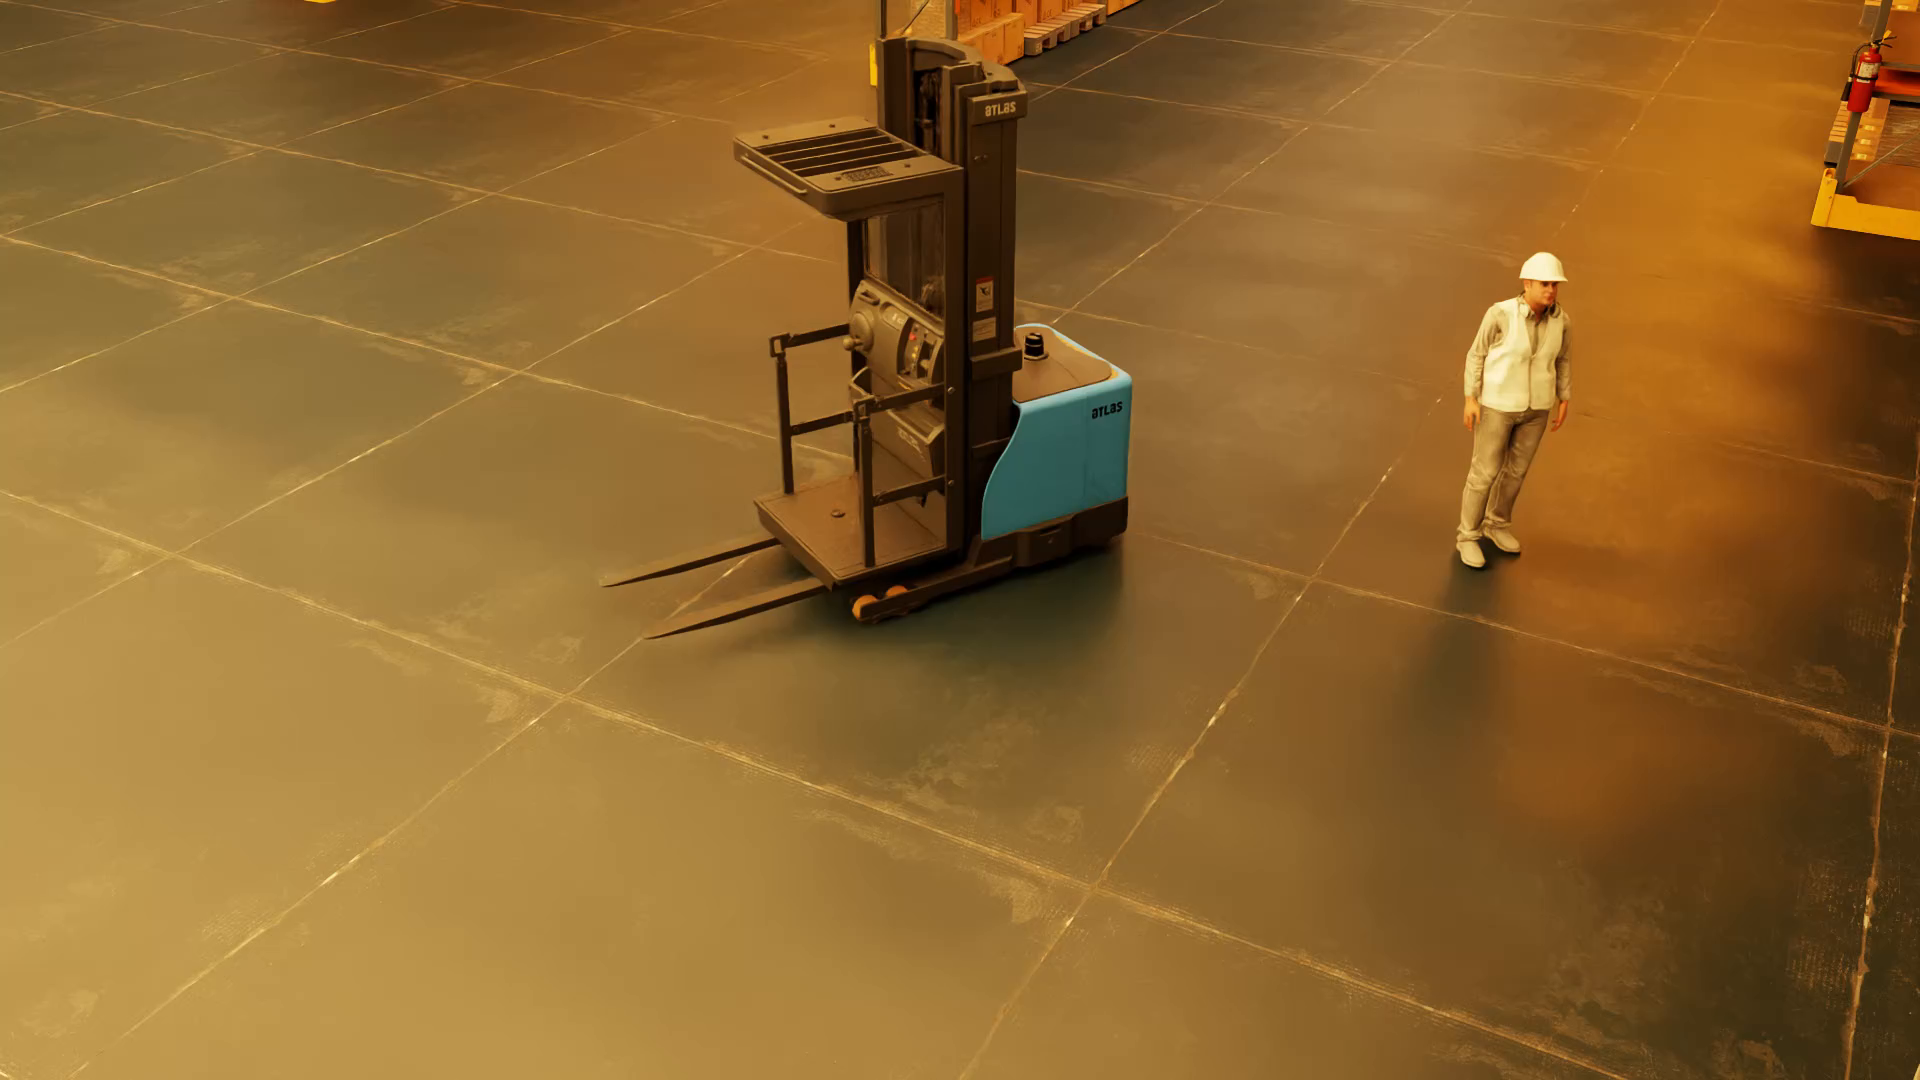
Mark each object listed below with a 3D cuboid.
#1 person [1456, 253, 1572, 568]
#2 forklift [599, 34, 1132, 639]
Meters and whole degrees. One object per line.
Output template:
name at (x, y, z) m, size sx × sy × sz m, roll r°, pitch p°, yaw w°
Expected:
person at (3.208, -0.746, 9.512) m, size 0.642 × 1.778 × 0.565 m, roll -5°, pitch 30°, yaw -8°
forklift at (-0.526, -1.098, 8.973) m, size 3.031 × 2.935 × 1.130 m, roll -17°, pitch 34°, yaw -27°
